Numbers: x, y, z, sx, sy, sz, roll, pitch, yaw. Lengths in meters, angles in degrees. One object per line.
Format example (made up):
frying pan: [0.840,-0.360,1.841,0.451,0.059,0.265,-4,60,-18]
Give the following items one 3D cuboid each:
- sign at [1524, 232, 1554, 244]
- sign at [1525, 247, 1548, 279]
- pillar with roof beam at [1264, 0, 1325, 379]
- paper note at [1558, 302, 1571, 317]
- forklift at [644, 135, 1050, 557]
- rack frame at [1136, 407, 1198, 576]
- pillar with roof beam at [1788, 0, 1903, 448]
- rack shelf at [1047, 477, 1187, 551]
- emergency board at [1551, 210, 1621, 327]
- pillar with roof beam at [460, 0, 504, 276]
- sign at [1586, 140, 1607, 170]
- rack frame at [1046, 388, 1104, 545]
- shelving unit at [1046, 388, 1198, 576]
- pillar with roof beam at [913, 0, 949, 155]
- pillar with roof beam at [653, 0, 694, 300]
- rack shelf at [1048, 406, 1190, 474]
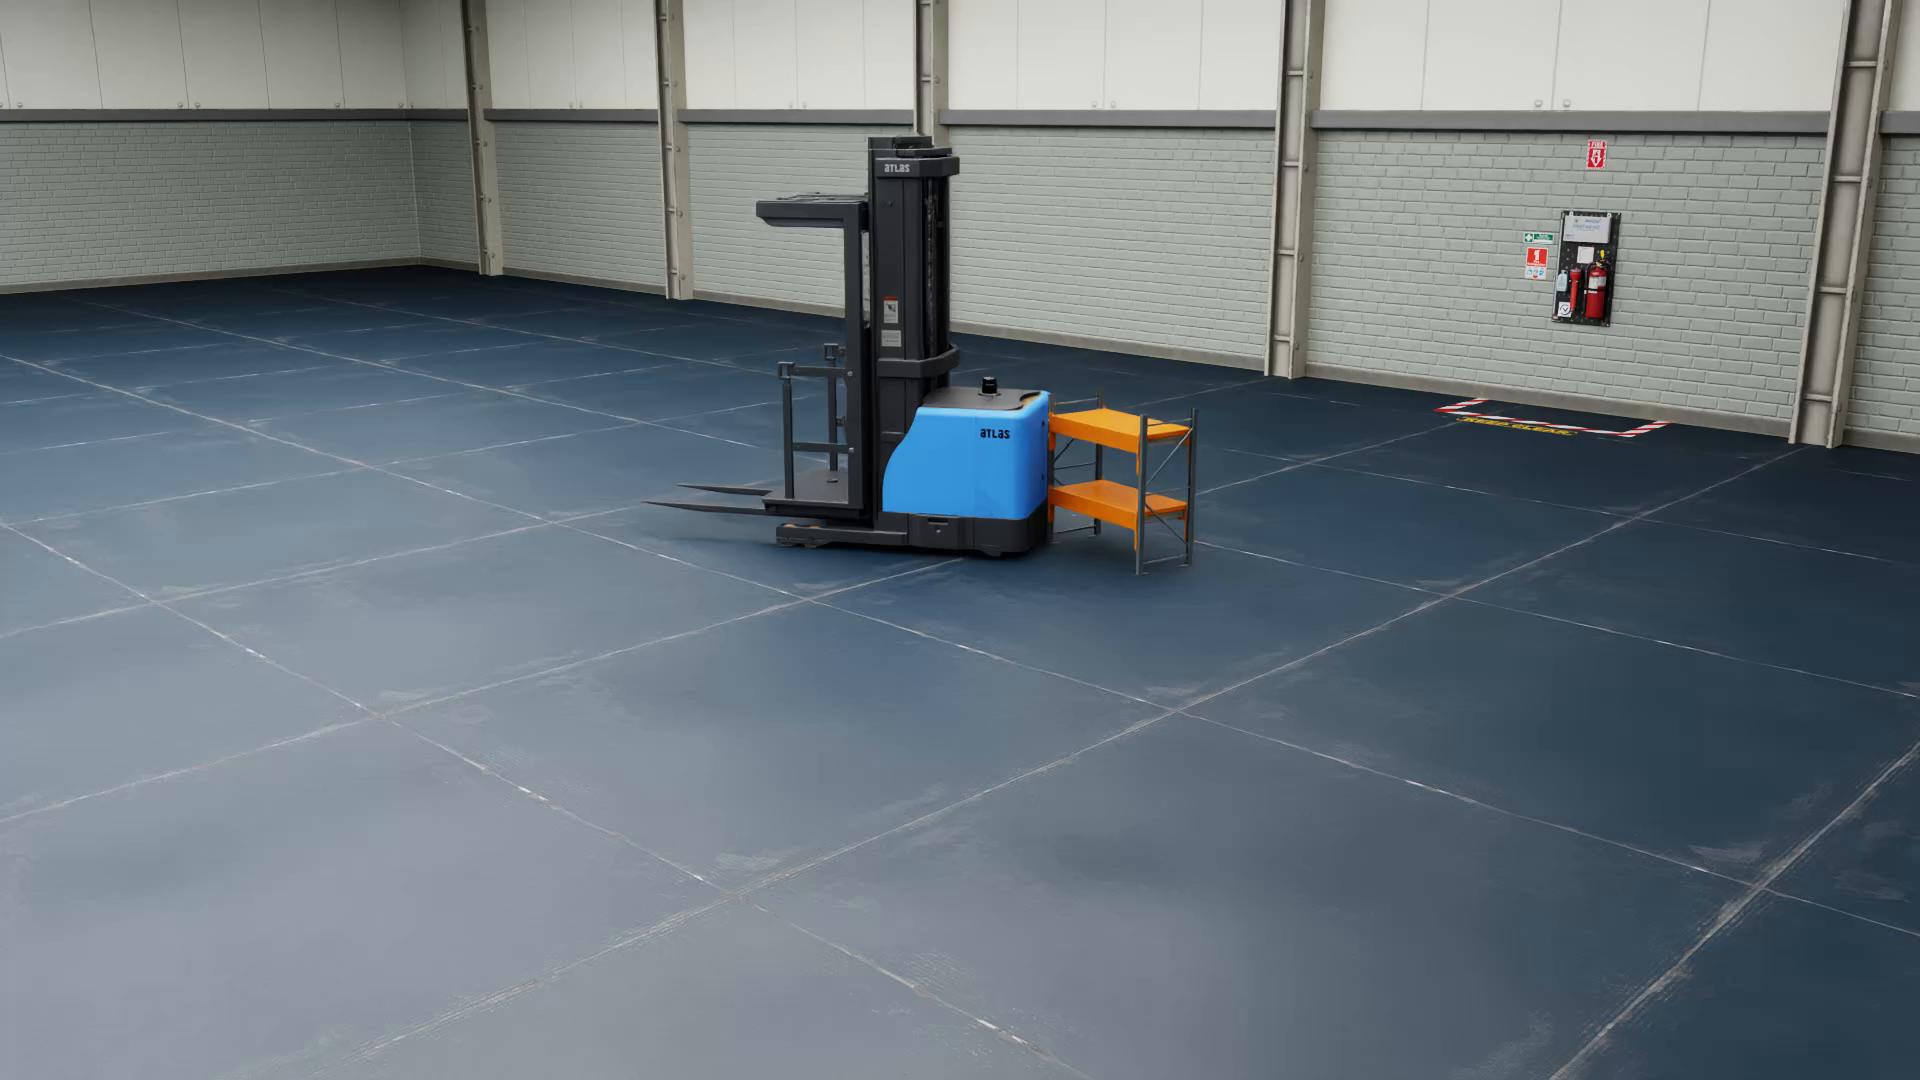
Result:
sign: [6.151,-3.209,17.676,0.331,0.109,0.001,14,20,42]
sign: [6.154,-2.955,17.752,0.234,0.329,0.001,14,20,42]
pillar with roof beam: [0.925,-5.554,15.902,0.400,9.000,9.100,14,20,42]
paper note: [6.401,-2.439,17.592,0.142,0.148,0.016,14,20,42]
forklift: [-0.864,-1.479,12.296,3.031,2.935,1.130,4,15,14]
rack frame: [1.428,-0.332,11.476,0.500,1.125,0.032,-10,18,-33]
pillar with roof beam: [5.245,-4.504,11.872,0.400,9.000,9.100,14,20,42]
rack shelf: [1.139,-0.201,11.942,0.538,0.278,1.000,-10,18,-33]
emergency board: [6.480,-2.822,17.314,0.643,1.169,0.194,14,20,42]
pillar with roof beam: [-12.032,-8.705,27.992,0.400,9.000,9.100,14,20,42]
sign: [6.544,-3.963,17.096,0.199,0.298,0.001,14,20,42]
rack frame: [0.850,-0.543,12.285,0.500,1.125,0.032,-10,18,-33]
shelving unit: [1.139,-0.438,11.881,0.538,1.125,1.048,-10,18,-33]
pillar with roof beam: [-3.394,-6.604,19.932,0.400,9.000,9.100,14,20,42]
pillar with roof beam: [-7.713,-7.654,23.962,0.400,9.000,9.100,14,20,42]
rack shelf: [1.139,-0.721,11.807,0.538,0.278,1.000,-10,18,-33]
